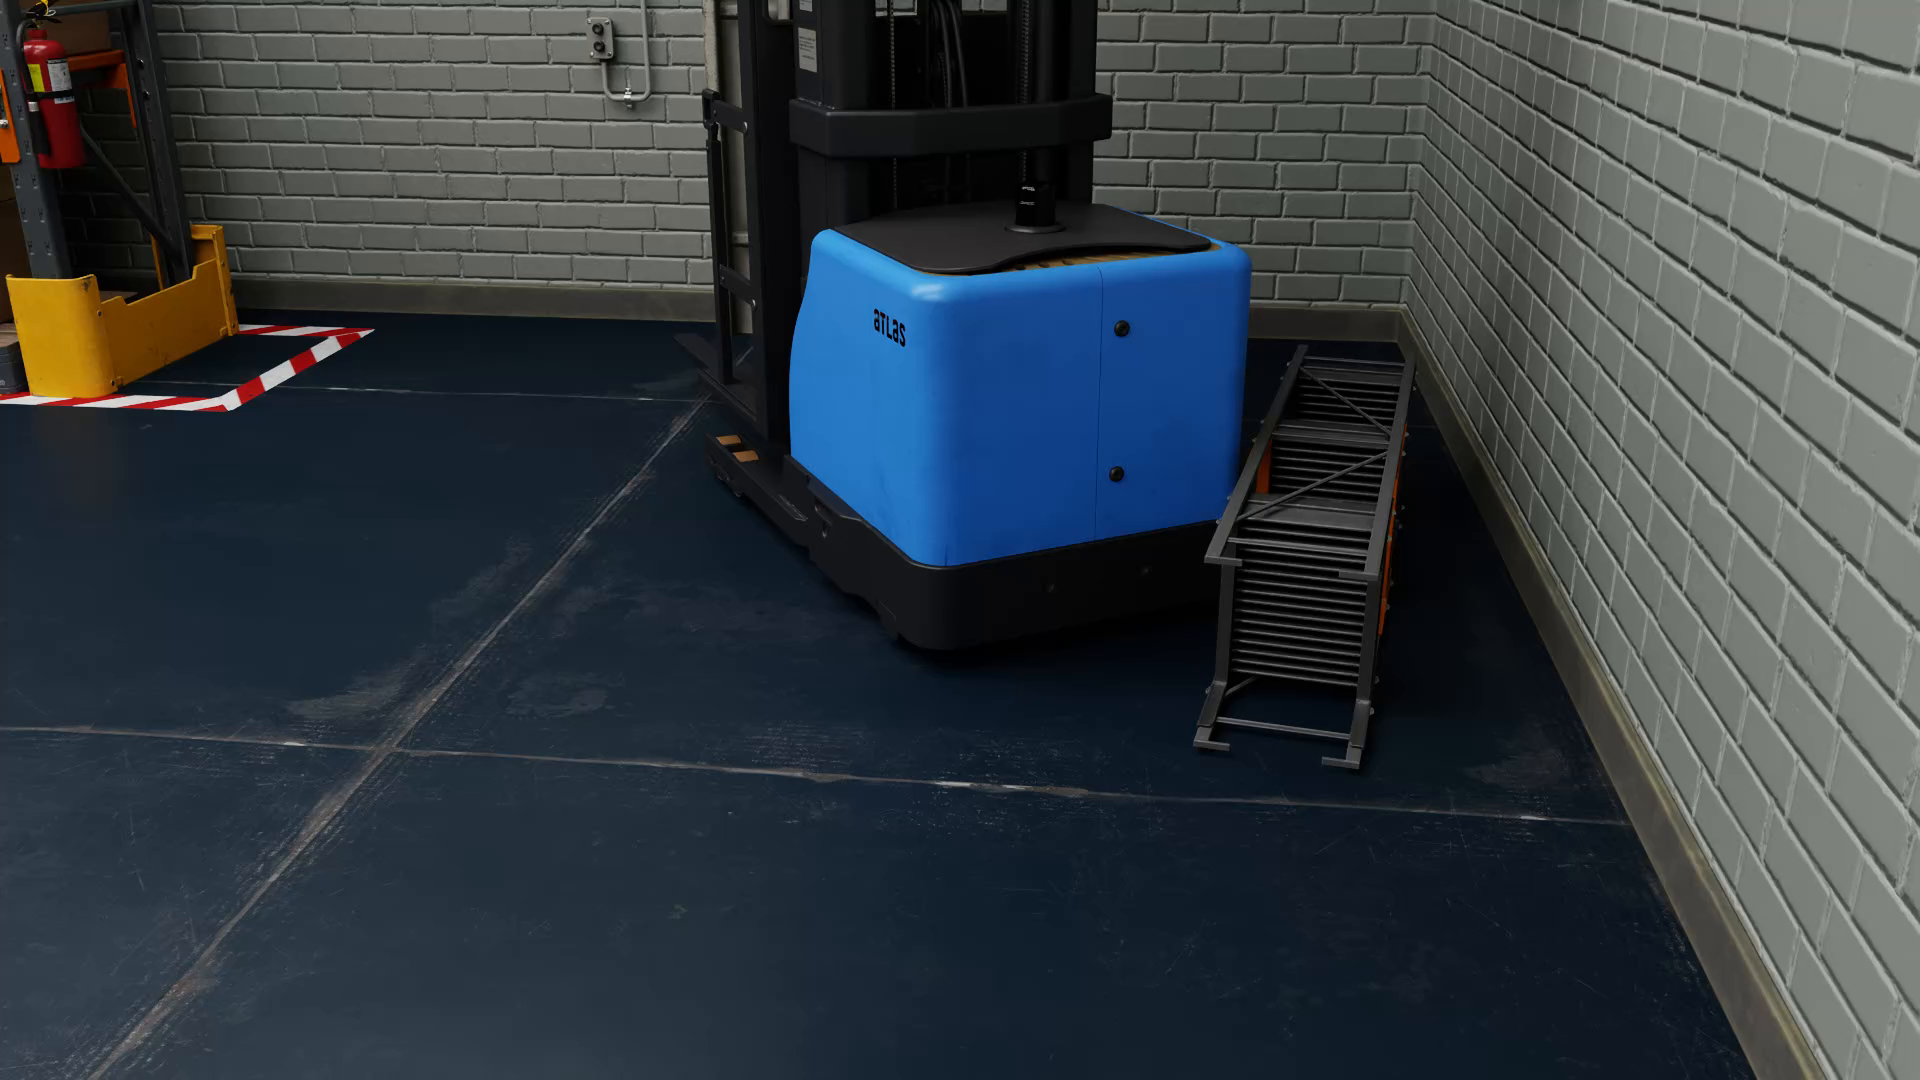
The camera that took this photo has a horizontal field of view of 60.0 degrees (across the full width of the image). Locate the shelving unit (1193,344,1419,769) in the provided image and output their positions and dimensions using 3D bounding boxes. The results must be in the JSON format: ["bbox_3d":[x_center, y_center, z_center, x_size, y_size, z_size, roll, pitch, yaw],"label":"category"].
[{"bbox_3d":[1.070,-0.066,4.895,0.431,0.503,2.100,6,22,16],"label":"shelving unit"}]

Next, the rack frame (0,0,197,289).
[{"bbox_3d":[-3.706,-2.204,6.934,0.127,3.000,1.000,2,22,6],"label":"rack frame"}]

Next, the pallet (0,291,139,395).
[{"bbox_3d":[-4.509,-0.913,7.462,1.213,0.211,1.003,2,22,6],"label":"pallet"}]

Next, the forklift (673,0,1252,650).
[{"bbox_3d":[-0.263,-1.570,5.426,1.130,2.935,3.031,-10,24,-23],"label":"forklift"}]

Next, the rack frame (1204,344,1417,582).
[{"bbox_3d":[1.071,-0.293,4.808,0.400,0.015,2.100,6,22,16],"label":"rack frame"}]

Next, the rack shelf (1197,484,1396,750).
[{"bbox_3d":[0.865,0.179,4.258,0.431,0.480,0.518,6,22,16],"label":"rack shelf"}]

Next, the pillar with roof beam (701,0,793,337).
[{"bbox_3d":[-1.429,-3.621,2.359,0.400,9.000,9.100,2,22,6],"label":"pillar with roof beam"}]

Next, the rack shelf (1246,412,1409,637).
[{"bbox_3d":[1.066,-0.061,4.883,0.431,0.480,0.518,6,22,16],"label":"rack shelf"}]

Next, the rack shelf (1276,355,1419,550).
[{"bbox_3d":[1.267,-0.302,5.509,0.431,0.480,0.518,6,22,16],"label":"rack shelf"}]

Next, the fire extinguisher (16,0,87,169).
[{"bbox_3d":[-3.610,-1.819,6.574,0.183,0.674,0.296,2,22,6],"label":"fire extinguisher"}]

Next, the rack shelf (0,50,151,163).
[{"bbox_3d":[-5.692,-1.956,7.285,4.000,0.370,1.077,2,22,6],"label":"rack shelf"}]

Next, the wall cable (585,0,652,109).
[{"bbox_3d":[-2.323,-2.966,7.481,1.851,1.984,0.084,2,22,6],"label":"wall cable"}]

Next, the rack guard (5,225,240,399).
[{"bbox_3d":[-3.682,-1.040,7.391,0.348,0.500,1.175,2,22,6],"label":"rack guard"}]

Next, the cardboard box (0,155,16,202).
[{"bbox_3d":[-4.265,-1.600,7.353,0.250,0.149,0.380,3,22,7],"label":"cardboard box"}]

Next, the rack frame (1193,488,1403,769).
[{"bbox_3d":[1.069,0.162,4.983,0.400,0.015,2.100,6,22,16],"label":"rack frame"}]

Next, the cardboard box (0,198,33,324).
[{"bbox_3d":[-4.413,-1.230,7.301,0.500,0.500,0.700,2,22,6],"label":"cardboard box"}]

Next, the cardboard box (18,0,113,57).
[{"bbox_3d":[-4.213,-2.362,6.926,0.700,0.700,0.980,3,22,9],"label":"cardboard box"}]
